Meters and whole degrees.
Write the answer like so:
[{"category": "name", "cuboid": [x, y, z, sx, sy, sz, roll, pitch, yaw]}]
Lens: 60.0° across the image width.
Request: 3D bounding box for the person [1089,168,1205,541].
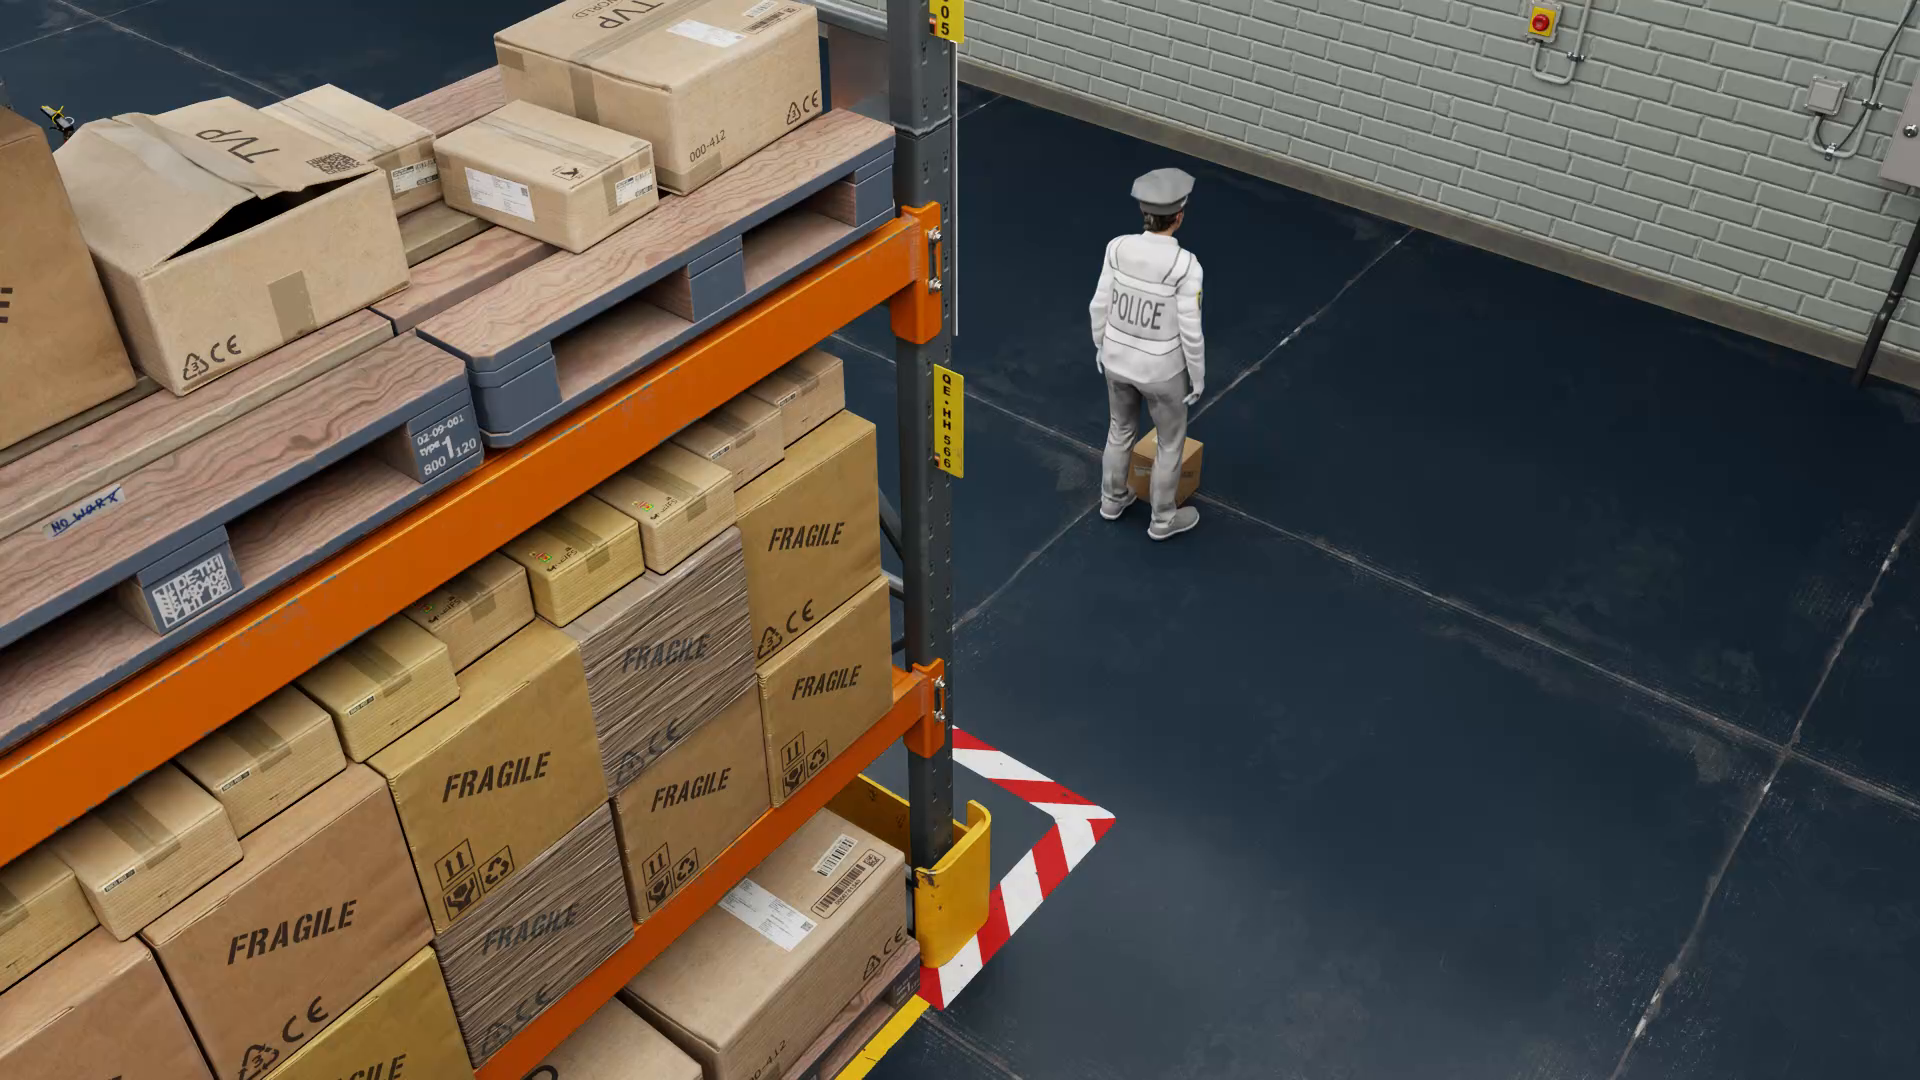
[{"category": "person", "cuboid": [0.801, -0.753, 7.078, 0.530, 1.662, 0.376, 24, 45, 26]}]
